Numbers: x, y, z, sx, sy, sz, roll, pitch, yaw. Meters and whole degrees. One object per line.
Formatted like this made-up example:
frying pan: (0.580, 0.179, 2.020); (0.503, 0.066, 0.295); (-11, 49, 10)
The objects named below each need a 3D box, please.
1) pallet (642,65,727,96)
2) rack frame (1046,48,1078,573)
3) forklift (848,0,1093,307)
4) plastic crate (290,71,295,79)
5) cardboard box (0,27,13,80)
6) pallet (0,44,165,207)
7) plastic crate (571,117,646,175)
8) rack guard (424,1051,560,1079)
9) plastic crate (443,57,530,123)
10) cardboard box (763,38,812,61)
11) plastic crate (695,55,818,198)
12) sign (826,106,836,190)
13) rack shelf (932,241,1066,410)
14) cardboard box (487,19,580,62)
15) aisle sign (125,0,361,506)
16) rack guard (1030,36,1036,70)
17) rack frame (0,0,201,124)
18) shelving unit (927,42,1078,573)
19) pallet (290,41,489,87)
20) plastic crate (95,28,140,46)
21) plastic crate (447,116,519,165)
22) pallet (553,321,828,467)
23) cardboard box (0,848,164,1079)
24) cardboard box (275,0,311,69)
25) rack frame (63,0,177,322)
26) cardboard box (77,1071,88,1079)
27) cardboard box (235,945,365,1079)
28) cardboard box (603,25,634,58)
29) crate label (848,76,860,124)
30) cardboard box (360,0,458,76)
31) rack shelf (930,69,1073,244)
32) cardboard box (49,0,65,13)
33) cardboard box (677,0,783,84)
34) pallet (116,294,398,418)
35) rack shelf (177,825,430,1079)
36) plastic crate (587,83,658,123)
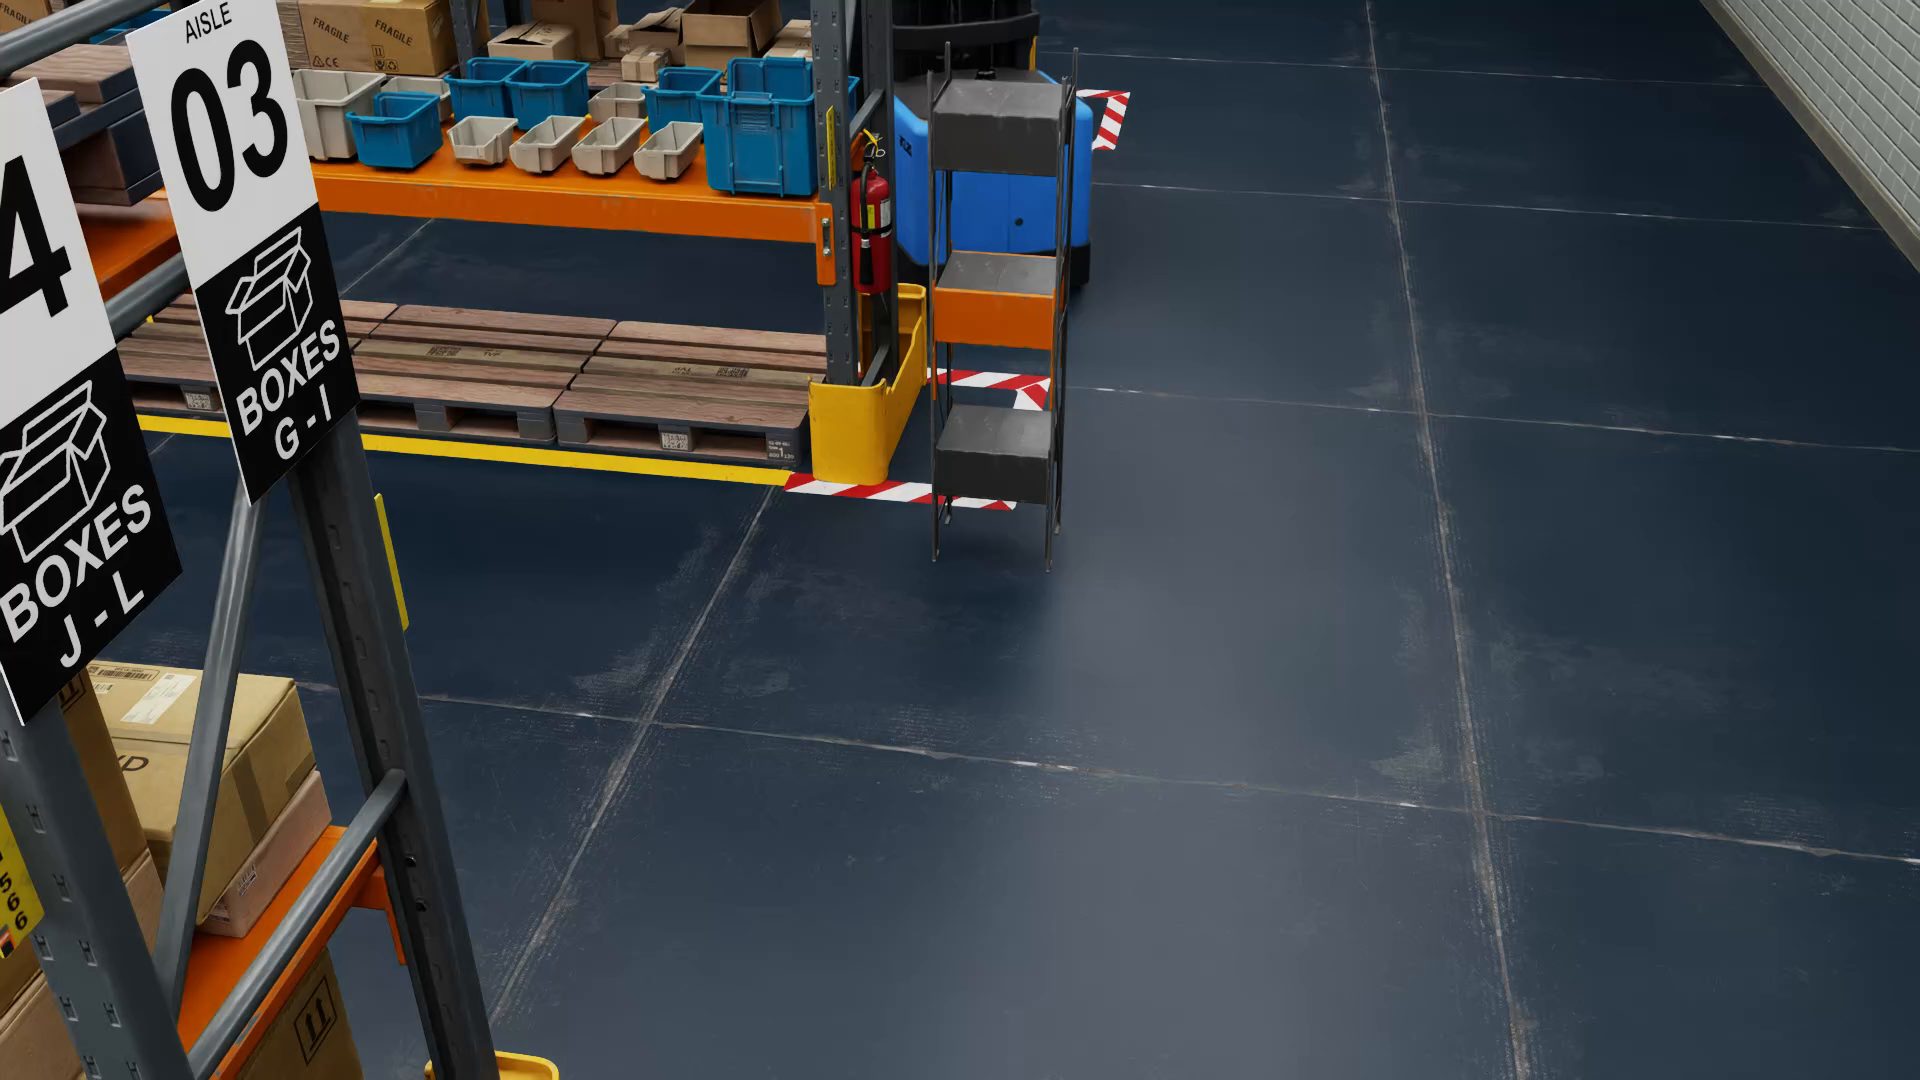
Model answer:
pallet: (-1.675, -3.427, 12.527); (1.213, 0.211, 1.003); (5, 32, 8)
rack frame: (0.404, -0.853, 6.634); (0.015, 2.100, 0.400); (5, 32, 8)
forklift: (-0.221, -3.302, 9.763); (1.130, 2.935, 3.031); (-10, 33, -16)
plastic crate: (-3.247, -2.138, 8.041); (0.590, 0.125, 0.437); (5, 32, 8)
cardboard box: (-1.807, -0.794, 2.280); (0.500, 0.500, 0.700); (3, 32, 5)
pallet: (-2.019, -0.536, 2.535); (1.213, 0.211, 1.003); (5, 32, 8)
plastic crate: (-1.570, -1.757, 7.422); (0.243, 0.136, 0.396); (5, 32, 8)
rack guard: (-1.262, 1.821, 3.870); (0.348, 0.500, 1.175); (5, 32, 8)
plastic crate: (-2.234, -2.125, 7.918); (0.300, 0.233, 0.416); (5, 32, 8)
cardboard box: (-1.124, -3.463, 12.132); (0.500, 0.250, 0.500); (5, 32, 8)
plastic crate: (-0.814, -1.804, 7.215); (0.499, 0.435, 0.616); (5, 32, 8)
sign: (-0.529, -1.612, 6.844); (0.005, 0.325, 0.100); (5, 32, 8)
rack shelf: (0.163, -0.864, 6.677); (0.480, 0.518, 0.431); (5, 32, 8)
cardboard box: (-3.181, -3.675, 12.414); (0.500, 0.311, 0.500); (5, 32, 8)
aisle sign: (-1.164, -0.494, 2.761); (0.004, 0.787, 0.394); (5, 32, 8)
rack guard: (0.310, -3.369, 12.161); (0.348, 0.500, 1.175); (5, 32, 8)
rack frame: (-1.286, -1.784, 1.619); (0.127, 3.000, 1.000); (5, 32, 8)
shelving unit: (0.163, -0.875, 6.669); (0.503, 2.100, 0.431); (5, 32, 8)
pallet: (-4.367, -3.650, 12.882); (1.213, 0.211, 1.003); (5, 32, 8)
plastic crate: (-3.557, -2.030, 7.550); (0.583, 0.464, 0.402); (5, 32, 8)
plastic crate: (-2.144, -1.786, 7.468); (0.250, 0.136, 0.298); (5, 32, 8)
pallet: (-1.259, -0.744, 8.239); (1.213, 0.211, 1.003); (5, 32, 8)
cardboard box: (-1.808, 0.792, 3.019); (0.500, 0.250, 0.500); (5, 32, 7)
cardboard box: (-5.073, -3.894, 12.585); (0.500, 0.500, 0.500); (6, 32, 9)
rack frame: (-4.395, -2.189, 7.919); (0.127, 3.000, 1.000); (5, 32, 8)
cardboard box: (-1.692, 1.006, 3.053); (0.250, 0.149, 0.380); (6, 33, 9)
cardboard box: (-1.930, 1.466, 3.687); (0.875, 0.875, 0.875); (5, 32, 8)
cardboard box: (-2.569, -3.852, 12.850); (0.250, 0.149, 0.380); (5, 32, 8)
crate label: (-0.640, -1.980, 7.688); (0.303, 0.233, 0.416); (5, 32, 8)
cardboard box: (-4.093, -3.800, 12.435); (0.500, 0.500, 0.500); (5, 32, 8)
rack shelf: (0.163, -1.457, 6.305); (0.480, 0.518, 0.431); (5, 32, 8)
cardboard box: (-6.584, -4.029, 12.801); (0.500, 0.500, 0.500); (4, 32, 6)
cardboard box: (-1.706, -3.742, 12.340); (0.637, 0.503, 0.797); (5, 32, 8)
pallet: (-3.664, -0.961, 8.587); (1.213, 0.211, 1.003); (5, 32, 8)
rack shelf: (-3.257, 0.885, 3.687); (4.000, 0.370, 1.077); (5, 32, 8)
plastic crate: (-1.611, -2.072, 7.925); (0.298, 0.136, 0.250); (5, 32, 8)
